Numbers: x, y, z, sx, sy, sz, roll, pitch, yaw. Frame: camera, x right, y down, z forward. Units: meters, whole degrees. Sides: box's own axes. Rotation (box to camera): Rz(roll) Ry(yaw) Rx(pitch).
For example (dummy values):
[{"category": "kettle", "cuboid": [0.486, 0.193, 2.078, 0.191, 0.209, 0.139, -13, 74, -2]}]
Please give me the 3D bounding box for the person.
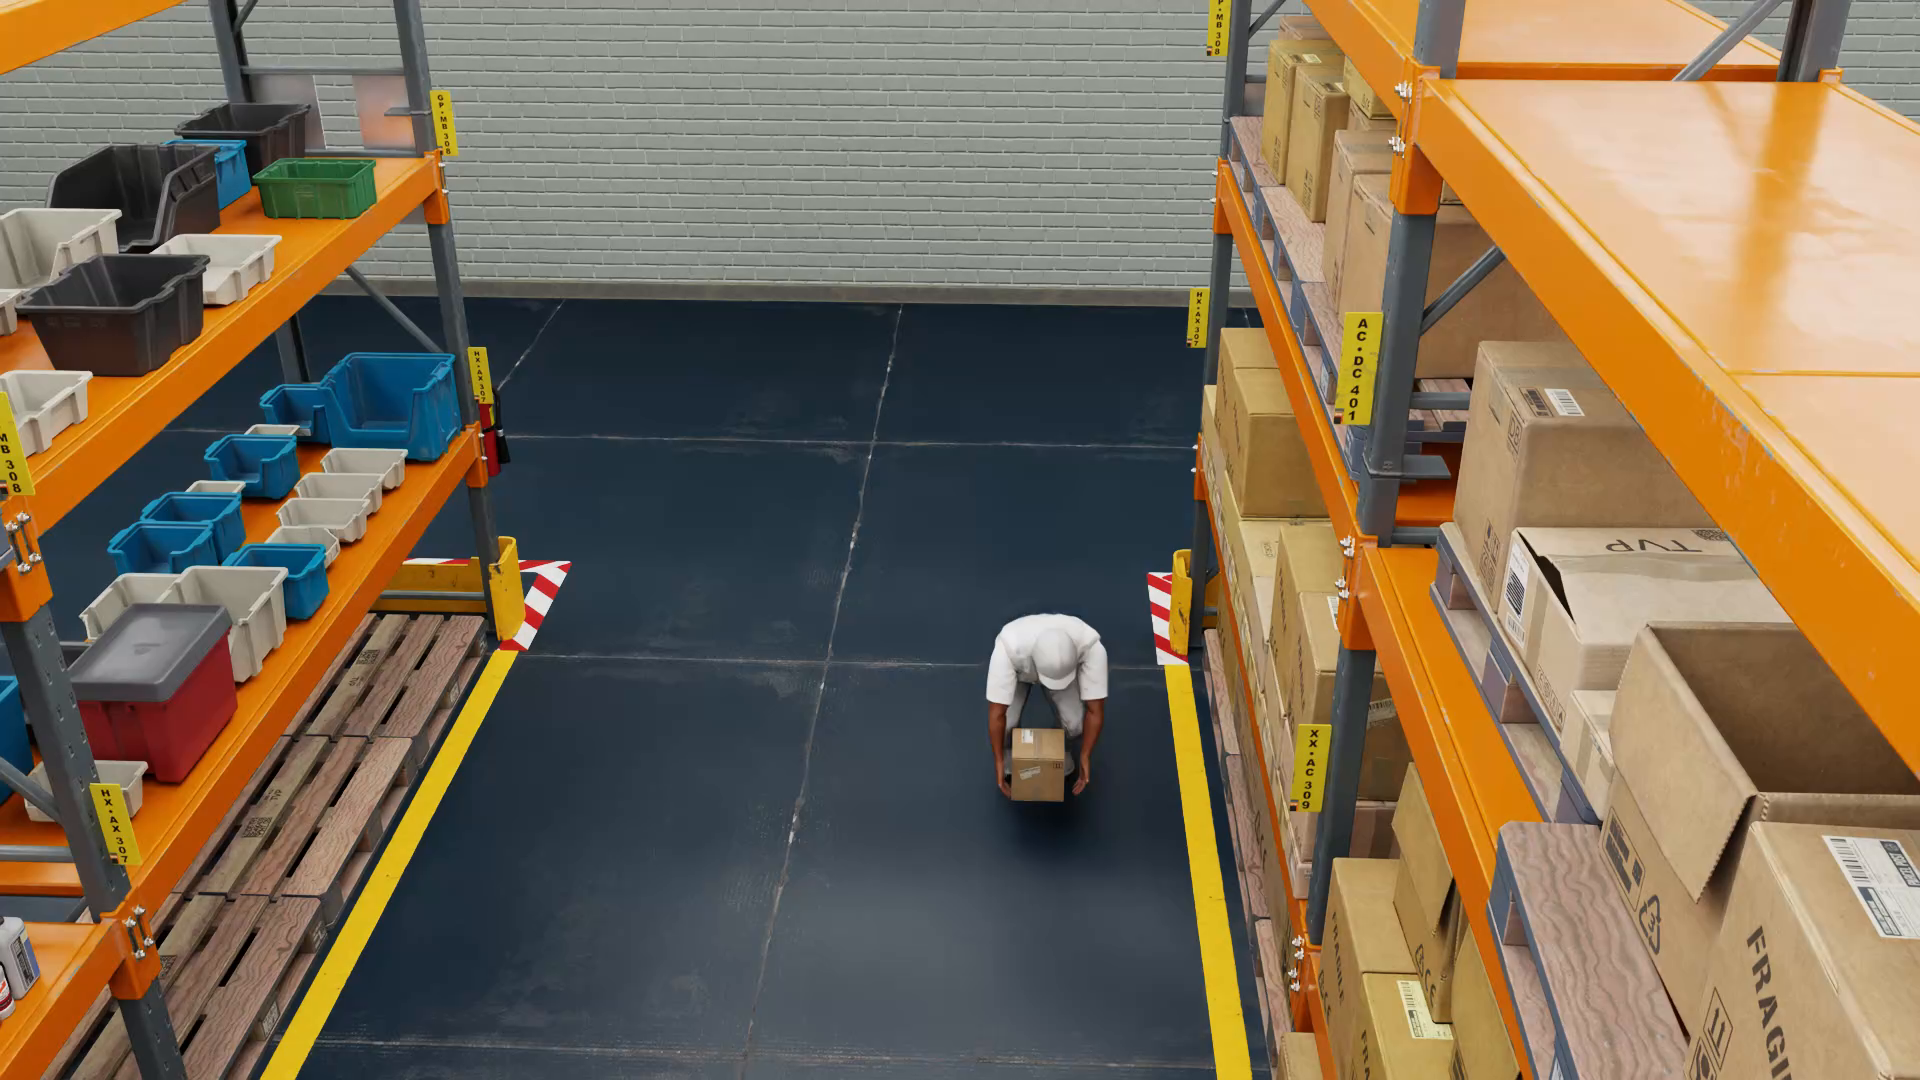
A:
[{"category": "person", "cuboid": [0.422, 0.760, 8.209, 0.582, 1.008, 0.902, 1, 28, 2]}]
